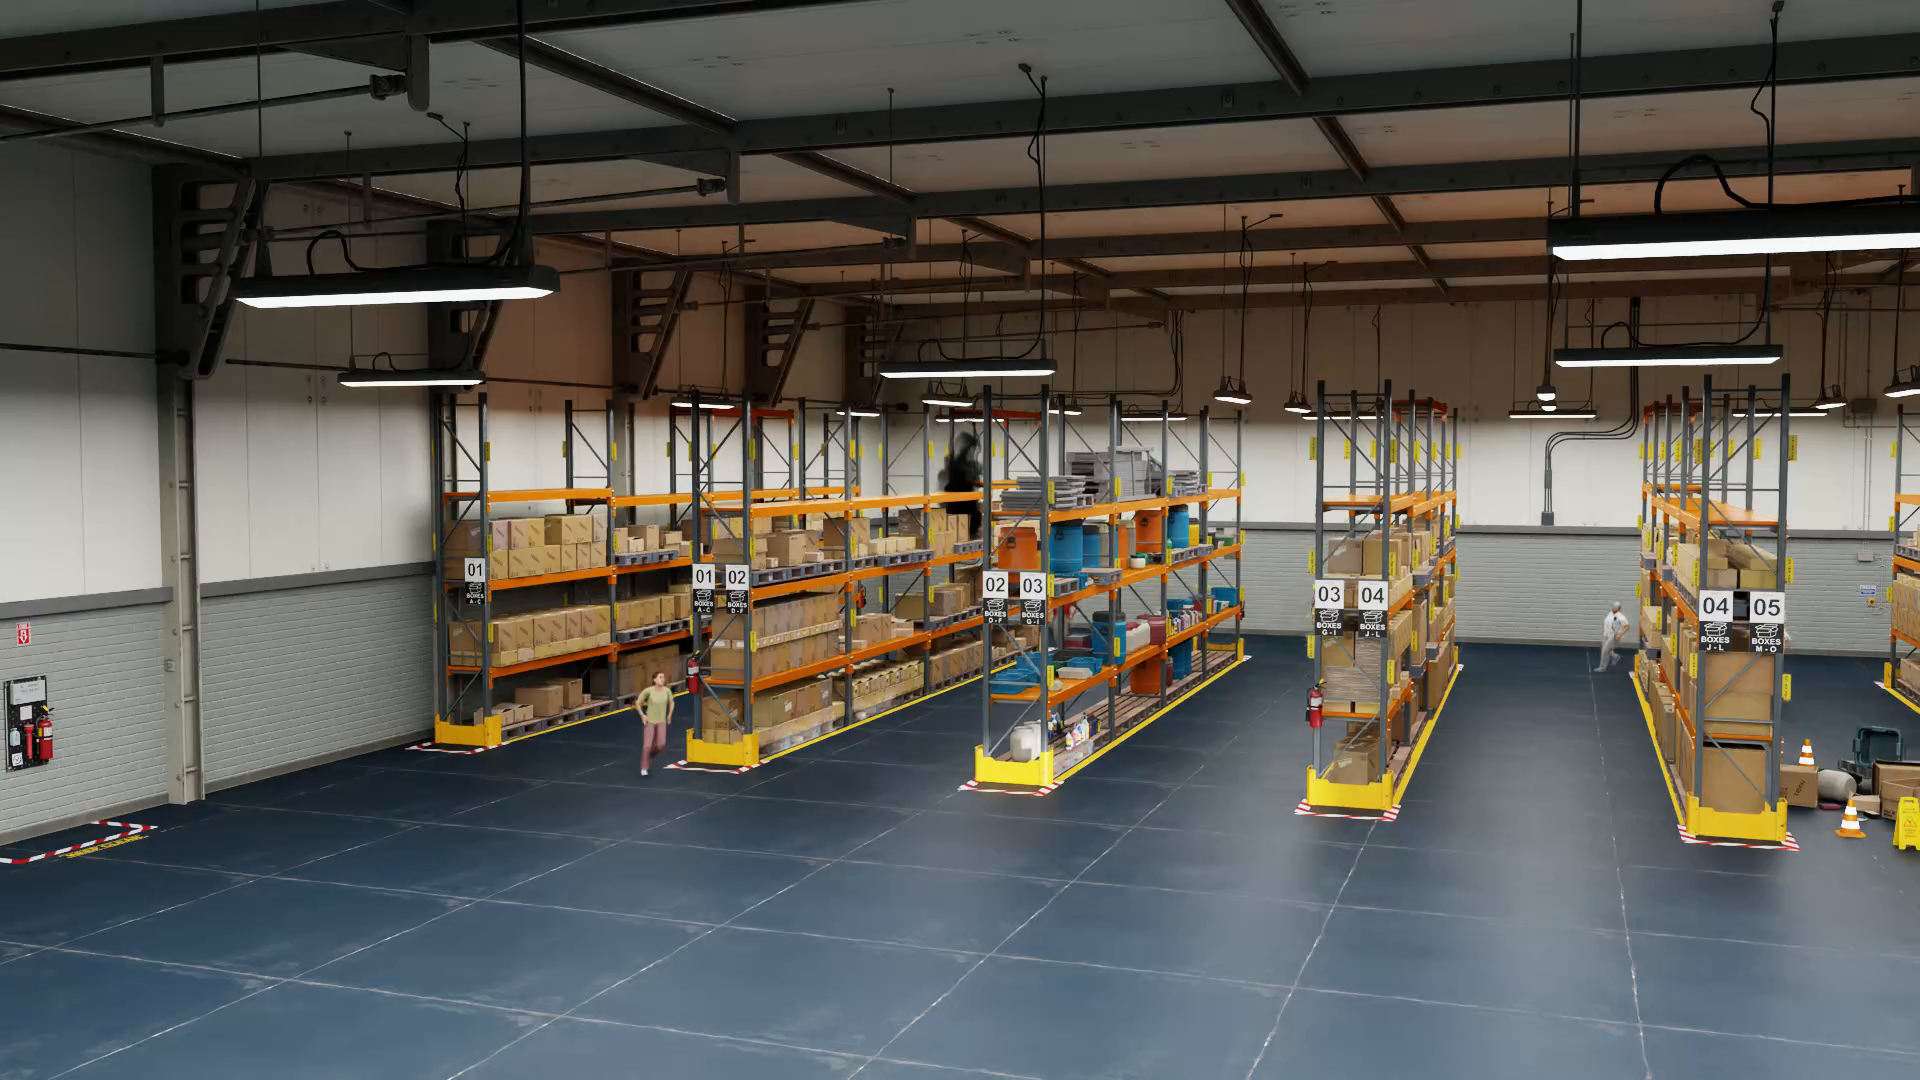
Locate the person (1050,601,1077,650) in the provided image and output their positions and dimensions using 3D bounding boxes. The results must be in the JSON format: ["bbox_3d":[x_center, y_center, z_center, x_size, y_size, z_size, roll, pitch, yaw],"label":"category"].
[{"bbox_3d":[2.346,1.841,38.271,0.665,1.700,0.604,1,3,20],"label":"person"}]

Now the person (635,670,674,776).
[{"bbox_3d":[-4.709,2.831,25.788,0.629,1.600,0.532,-1,3,-24],"label":"person"}]

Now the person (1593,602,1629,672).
[{"bbox_3d":[14.813,2.197,37.662,0.740,1.611,0.660,-1,3,-20],"label":"person"}]
